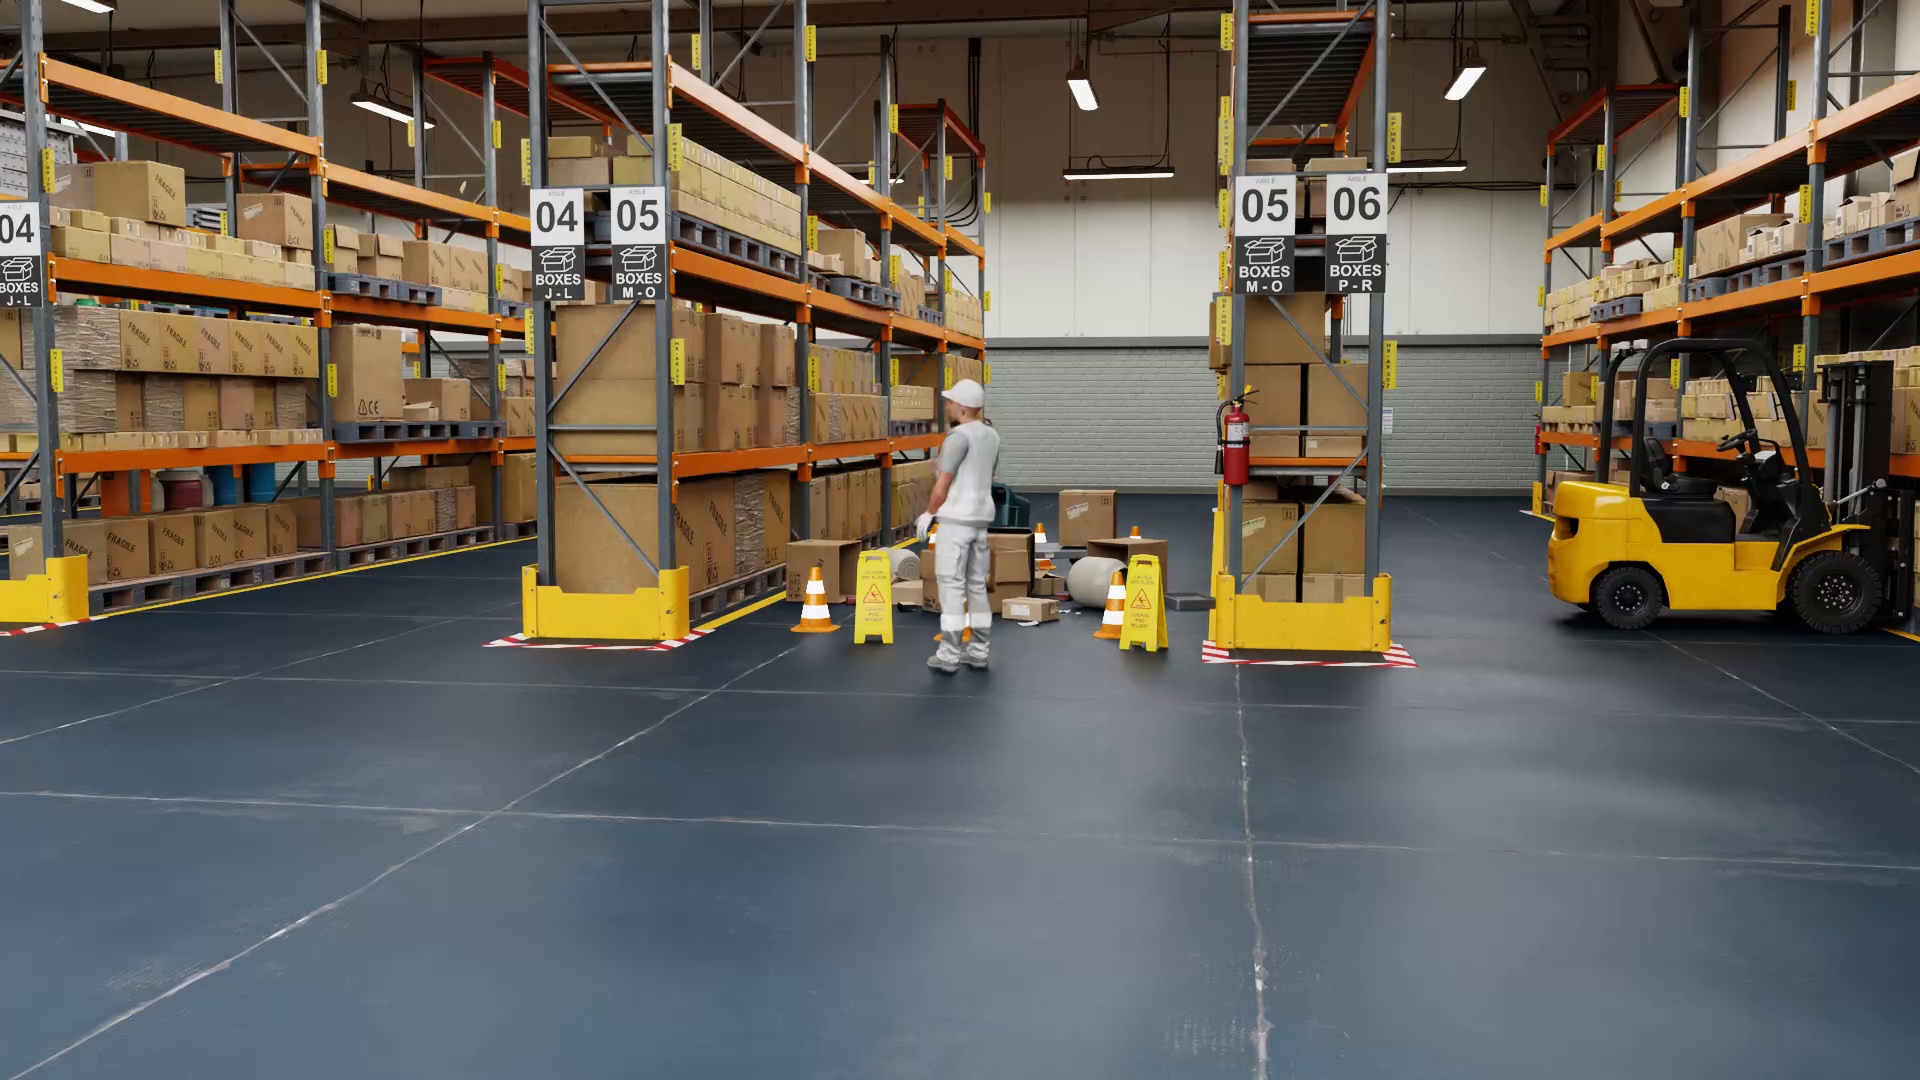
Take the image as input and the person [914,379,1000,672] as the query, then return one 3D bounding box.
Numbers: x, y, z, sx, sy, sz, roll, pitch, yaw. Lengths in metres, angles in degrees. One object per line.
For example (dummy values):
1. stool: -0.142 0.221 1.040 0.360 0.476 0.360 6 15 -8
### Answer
1. person: -0.005 -0.092 10.311 0.436 1.802 0.563 3 5 34
